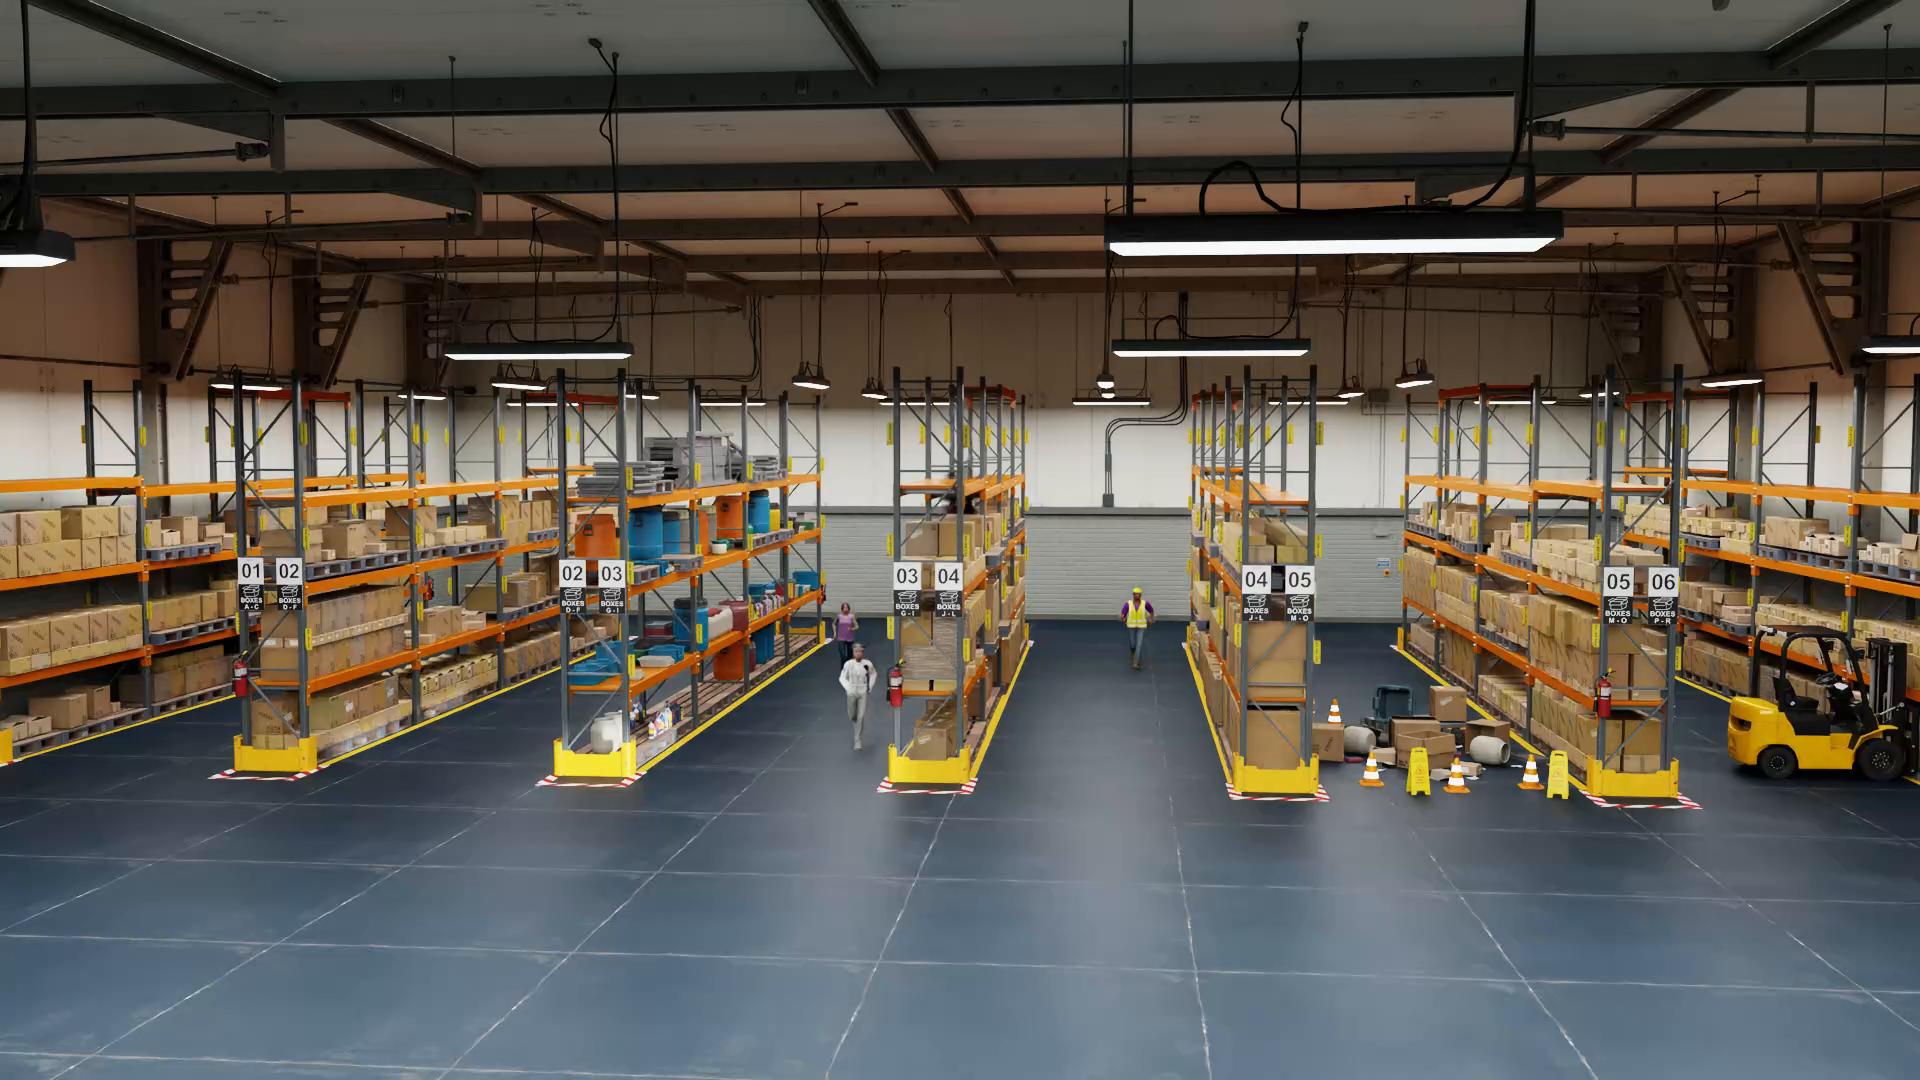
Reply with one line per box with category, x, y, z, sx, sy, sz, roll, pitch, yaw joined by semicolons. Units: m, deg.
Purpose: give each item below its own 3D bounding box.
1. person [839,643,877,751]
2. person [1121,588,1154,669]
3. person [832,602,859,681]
person;-1.661;2.508;27.022;0.590;1.695;1.039;0;4;4
person;3.845;1.909;36.029;0.713;1.742;0.928;1;4;9
person;-2.354;2.068;34.182;0.541;1.578;0.886;-1;4;-8
